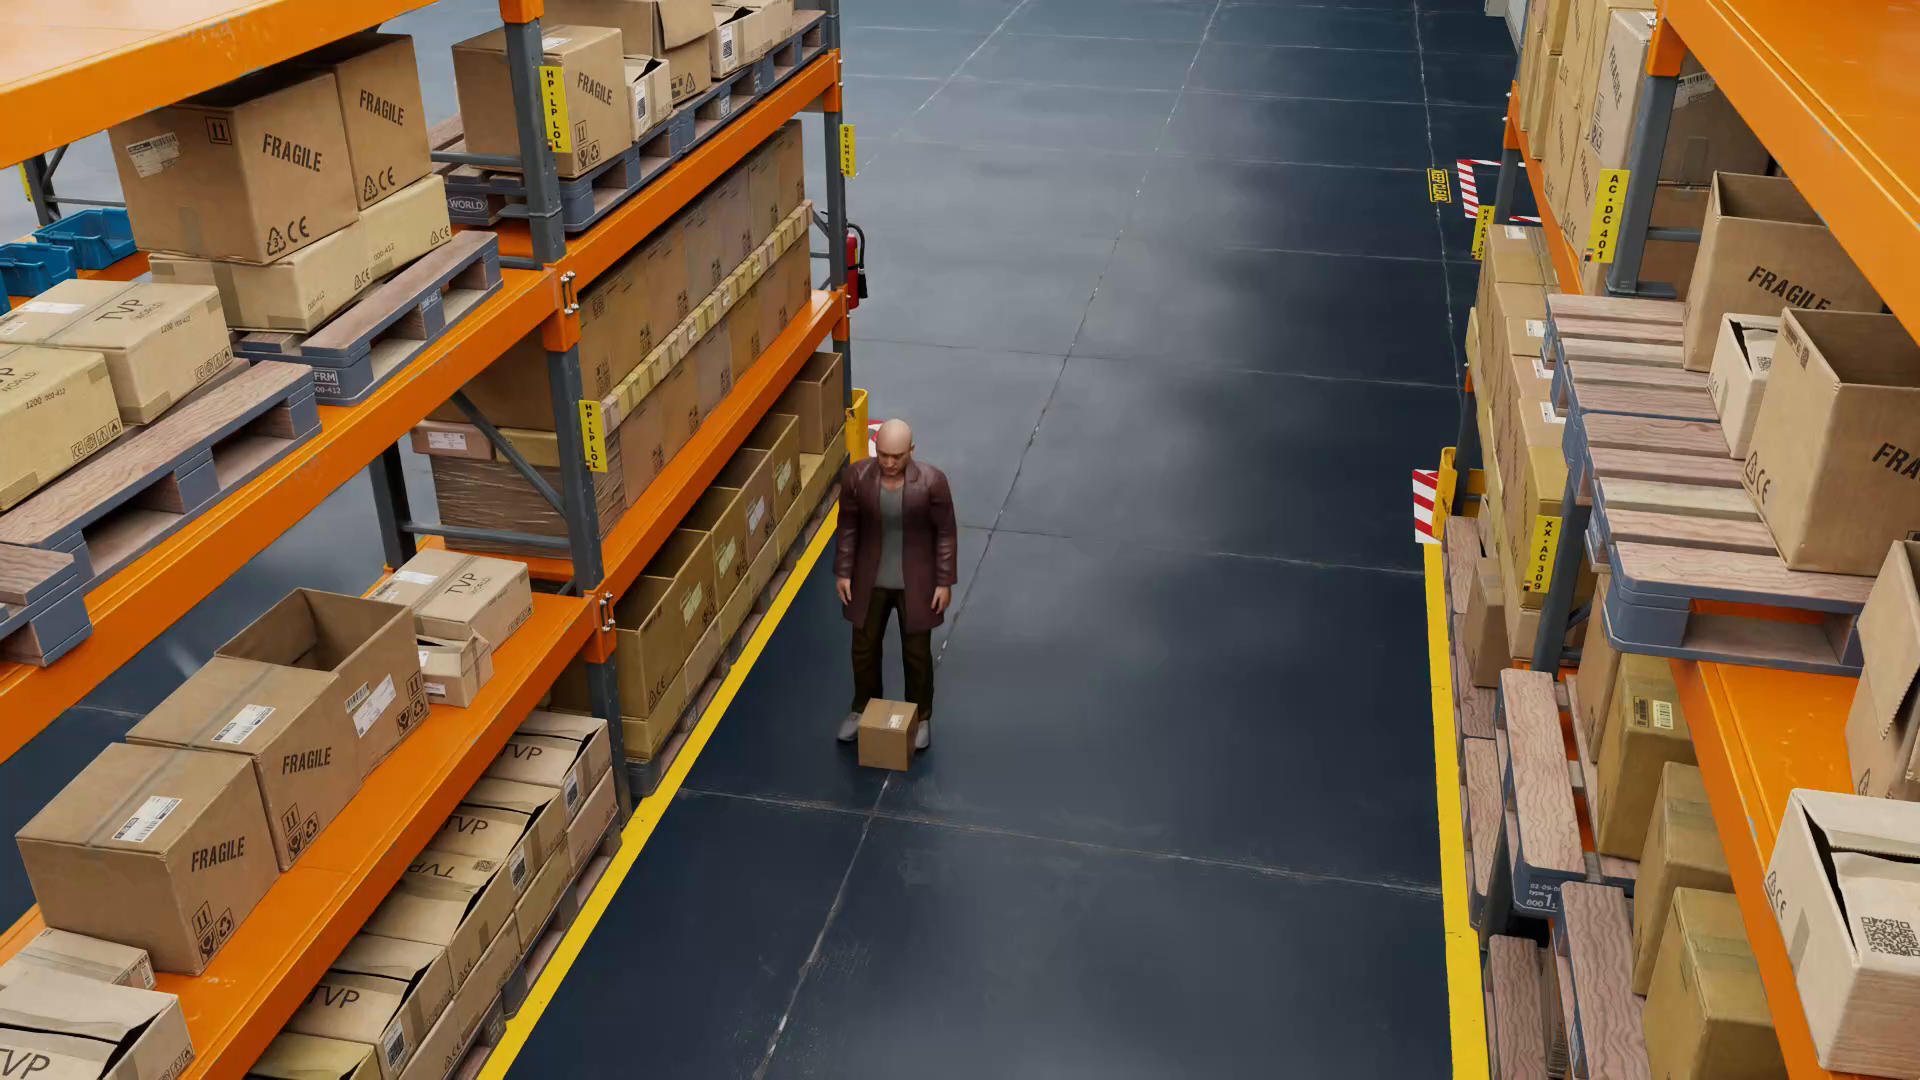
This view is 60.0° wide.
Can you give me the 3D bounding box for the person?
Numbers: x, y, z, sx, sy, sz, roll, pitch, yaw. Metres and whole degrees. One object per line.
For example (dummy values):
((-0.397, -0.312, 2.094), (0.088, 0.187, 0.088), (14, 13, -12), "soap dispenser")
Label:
((-0.324, 0.200, 8.270), (0.631, 1.773, 0.427), (5, 29, 9), "person")
